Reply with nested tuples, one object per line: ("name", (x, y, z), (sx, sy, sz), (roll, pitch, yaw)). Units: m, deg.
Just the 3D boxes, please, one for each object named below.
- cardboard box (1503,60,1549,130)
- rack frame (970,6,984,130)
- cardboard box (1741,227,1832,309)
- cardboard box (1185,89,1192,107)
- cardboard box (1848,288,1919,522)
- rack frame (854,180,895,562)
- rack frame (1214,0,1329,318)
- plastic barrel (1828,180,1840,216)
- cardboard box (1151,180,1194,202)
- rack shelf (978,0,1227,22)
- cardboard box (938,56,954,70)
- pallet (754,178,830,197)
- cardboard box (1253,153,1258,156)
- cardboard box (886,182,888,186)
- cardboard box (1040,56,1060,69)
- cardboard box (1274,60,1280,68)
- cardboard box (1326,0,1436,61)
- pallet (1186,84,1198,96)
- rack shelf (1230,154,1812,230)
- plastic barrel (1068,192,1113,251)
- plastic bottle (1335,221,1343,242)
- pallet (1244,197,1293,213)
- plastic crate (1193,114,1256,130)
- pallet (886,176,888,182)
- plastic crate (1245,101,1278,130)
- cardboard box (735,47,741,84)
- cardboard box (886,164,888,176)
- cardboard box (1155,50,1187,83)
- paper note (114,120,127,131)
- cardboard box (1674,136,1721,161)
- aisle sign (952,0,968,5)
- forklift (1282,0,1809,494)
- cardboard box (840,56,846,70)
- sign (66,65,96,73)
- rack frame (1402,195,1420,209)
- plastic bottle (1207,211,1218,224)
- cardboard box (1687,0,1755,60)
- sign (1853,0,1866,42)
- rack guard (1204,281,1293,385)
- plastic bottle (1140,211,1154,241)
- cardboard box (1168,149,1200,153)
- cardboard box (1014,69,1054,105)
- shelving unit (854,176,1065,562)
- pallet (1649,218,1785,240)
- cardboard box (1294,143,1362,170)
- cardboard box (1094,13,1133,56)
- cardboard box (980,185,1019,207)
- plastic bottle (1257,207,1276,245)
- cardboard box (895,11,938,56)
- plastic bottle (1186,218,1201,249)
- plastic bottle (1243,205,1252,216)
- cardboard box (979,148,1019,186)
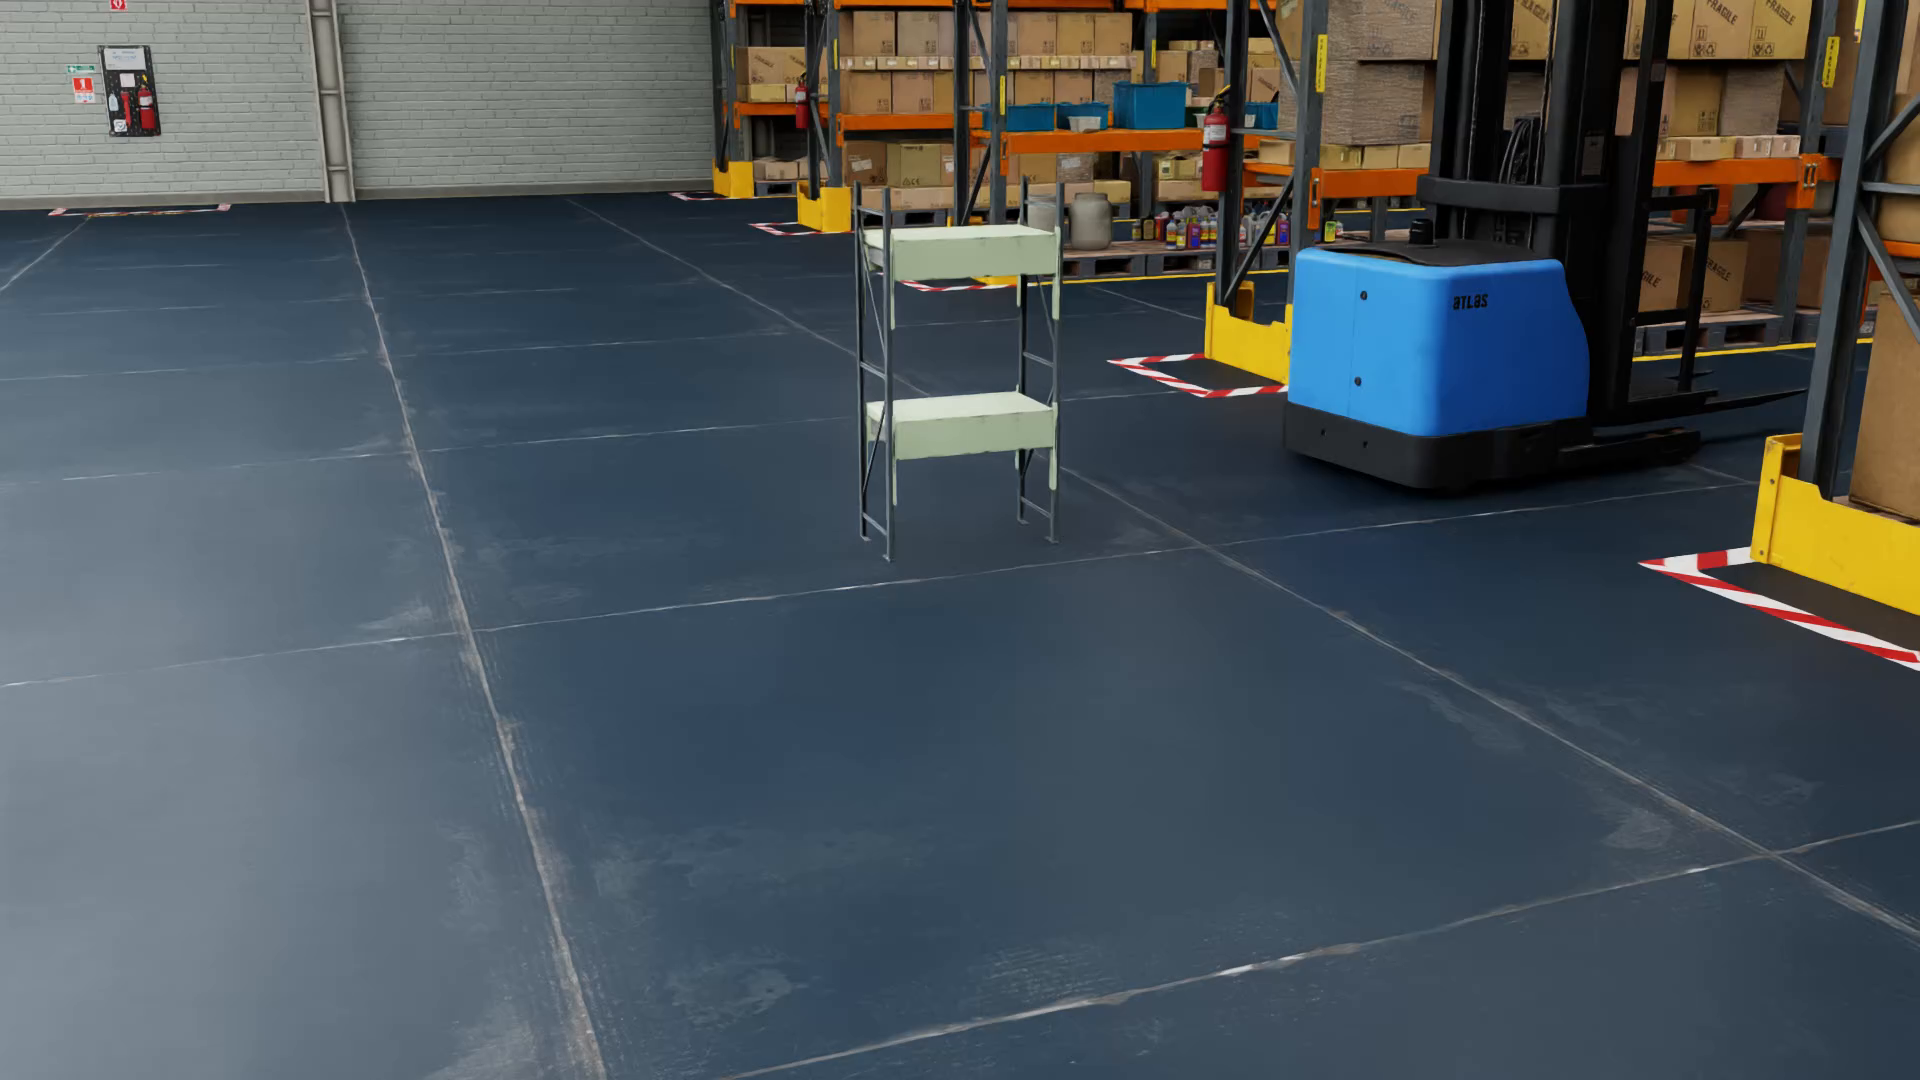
("cardboard box", (3.378, -2.915, 10.997), (0.500, 0.500, 0.875), (-6, 17, -20))
("rack frame", (0.366, -6.869, 25.164), (0.127, 3.000, 1.000), (-6, 17, -20))
("cardboard box", (6.264, -2.027, 12.332), (0.500, 0.500, 0.700), (-8, 18, -24))
("cardboard box", (2.586, -5.555, 20.956), (0.500, 0.250, 0.500), (-5, 17, -17))
("cardboard box", (4.238, -0.508, 6.530), (0.875, 0.875, 0.875), (-6, 17, -20))
("rack frame", (-0.348, -0.682, 6.759), (0.023, 1.500, 0.400), (-6, 17, -20))
("rack frame", (1.948, -2.555, 10.477), (0.127, 3.000, 1.000), (-6, 17, -20))
("plastic barrel", (10.206, -4.141, 18.856), (0.708, 0.901, 0.600), (-6, 17, -20))
("cardboard box", (2.607, -4.423, 20.972), (0.500, 0.250, 0.500), (-7, 18, -21))
("rack shelf", (2.233, -8.164, 25.529), (4.000, 0.370, 1.077), (-6, 17, -20))
("cardboard box", (-0.186, -5.609, 19.546), (0.250, 0.149, 0.380), (-7, 18, -22))
("pallet", (-2.527, -5.208, 24.457), (1.213, 0.211, 1.003), (-6, 17, -20))
("cardboard box", (4.052, -4.848, 21.424), (0.500, 0.311, 0.500), (-6, 17, -19))
("cardboard box", (-0.736, -4.230, 20.313), (0.500, 0.250, 0.500), (-6, 17, -20))
("cardboard box", (1.014, -5.739, 19.988), (0.250, 0.149, 0.380), (-6, 17, -20))
("cardboard box", (5.138, -7.504, 26.587), (0.500, 0.500, 0.500), (-6, 17, -18))
("cardboard box", (2.559, -3.210, 10.225), (0.500, 0.500, 0.500), (-6, 17, -20))
("pallet", (3.474, -7.080, 26.224), (1.003, 0.211, 1.213), (-6, 17, -20))
("rack shelf", (3.815, -2.412, 11.265), (4.000, 0.370, 1.077), (-6, 17, -20))
("plastic barrel", (1.231, -3.003, 15.672), (0.421, 0.512, 0.421), (0, 16, 0))
("plastic bottle", (3.684, -3.012, 16.216), (0.097, 0.201, 0.097), (0, 16, 0))
("pallet", (3.957, -4.436, 21.830), (1.213, 0.211, 1.003), (-6, 17, -20))
("plastic crate", (2.485, -3.905, 15.540), (0.437, 0.136, 0.530), (-6, 17, -20))
("pallet", (-1.390, -5.329, 24.872), (1.213, 0.211, 1.003), (-6, 17, -20))
("plastic crate", (2.974, -4.008, 15.685), (0.616, 0.251, 0.499), (-6, 17, -20))
("cardboard box", (-3.005, -6.866, 24.056), (0.500, 0.500, 0.500), (-6, 18, -21))
("cardboard box", (-1.135, -5.556, 24.972), (0.250, 0.149, 0.380), (-8, 18, -25))
("cardboard box", (3.153, -7.417, 26.075), (0.500, 0.500, 0.700), (-8, 18, -25))
("paper note", (-11.139, -5.497, 22.057), (0.142, 0.148, 0.016), (-6, 17, -20))
("cardboard box", (4.902, -2.653, 11.253), (0.250, 0.149, 0.380), (-6, 17, -20))
("aisle sign", (0.002, -5.177, 14.790), (0.004, 0.787, 0.394), (-6, 17, -20))
("forklift", (3.181, -1.899, 8.364), (3.031, 2.935, 1.130), (-9, 19, -28))
("cardboard box", (-1.305, -5.610, 19.550), (0.250, 0.149, 0.380), (-6, 18, -21))
("sign", (-11.495, -6.160, 21.748), (0.331, 0.109, 0.001), (-6, 17, -20))
("rack frame", (5.877, -5.969, 22.100), (0.127, 3.000, 1.000), (-6, 17, -20))
("plastic bottle", (2.512, -3.096, 16.369), (0.135, 0.276, 0.152), (-6, 17, -20))
("cardboard box", (4.895, -3.461, 11.079), (0.500, 0.500, 0.500), (-6, 17, -20))
("sign", (3.447, -2.054, 6.293), (0.005, 0.325, 0.100), (-6, 17, -20))
("rack guard", (2.019, -1.364, 10.855), (0.348, 0.500, 1.175), (-6, 17, -20))
("plastic bottle", (1.836, -3.083, 16.315), (0.133, 0.283, 0.061), (-6, 17, -19))
("cardboard box", (3.447, -6.197, 26.534), (0.500, 0.500, 0.700), (-6, 17, -19))
("cardboard box", (0.770, -5.463, 20.199), (0.500, 0.500, 0.700), (-6, 17, -19))
("shelving unit", (-0.006, -0.719, 6.885), (0.755, 1.500, 0.431), (-6, 17, -20))
("pallet", (8.367, -3.418, 18.362), (1.213, 0.211, 1.003), (-6, 17, -20))
("cardboard box", (2.299, -2.401, 10.396), (0.250, 0.149, 0.380), (-6, 17, -20))
("cardboard box", (1.730, -6.190, 20.372), (0.500, 0.500, 0.700), (-6, 17, -20))
("cardboard box", (0.388, -4.191, 20.180), (0.500, 0.250, 0.500), (-6, 17, -20))
("plastic bottle", (2.932, -3.009, 15.943), (0.185, 0.351, 0.144), (-6, 17, -20))
("cardboard box", (-0.614, -5.936, 19.509), (0.500, 0.500, 0.700), (-7, 18, -22))
("plastic bottle", (2.198, -2.885, 15.640), (0.133, 0.283, 0.061), (-6, 17, -19))
("plastic bottle", (2.832, -3.211, 16.629), (0.185, 0.351, 0.144), (-7, 18, -22))
("cardboard box", (0.389, -4.550, 20.074), (0.500, 0.500, 0.500), (-6, 17, -20))
